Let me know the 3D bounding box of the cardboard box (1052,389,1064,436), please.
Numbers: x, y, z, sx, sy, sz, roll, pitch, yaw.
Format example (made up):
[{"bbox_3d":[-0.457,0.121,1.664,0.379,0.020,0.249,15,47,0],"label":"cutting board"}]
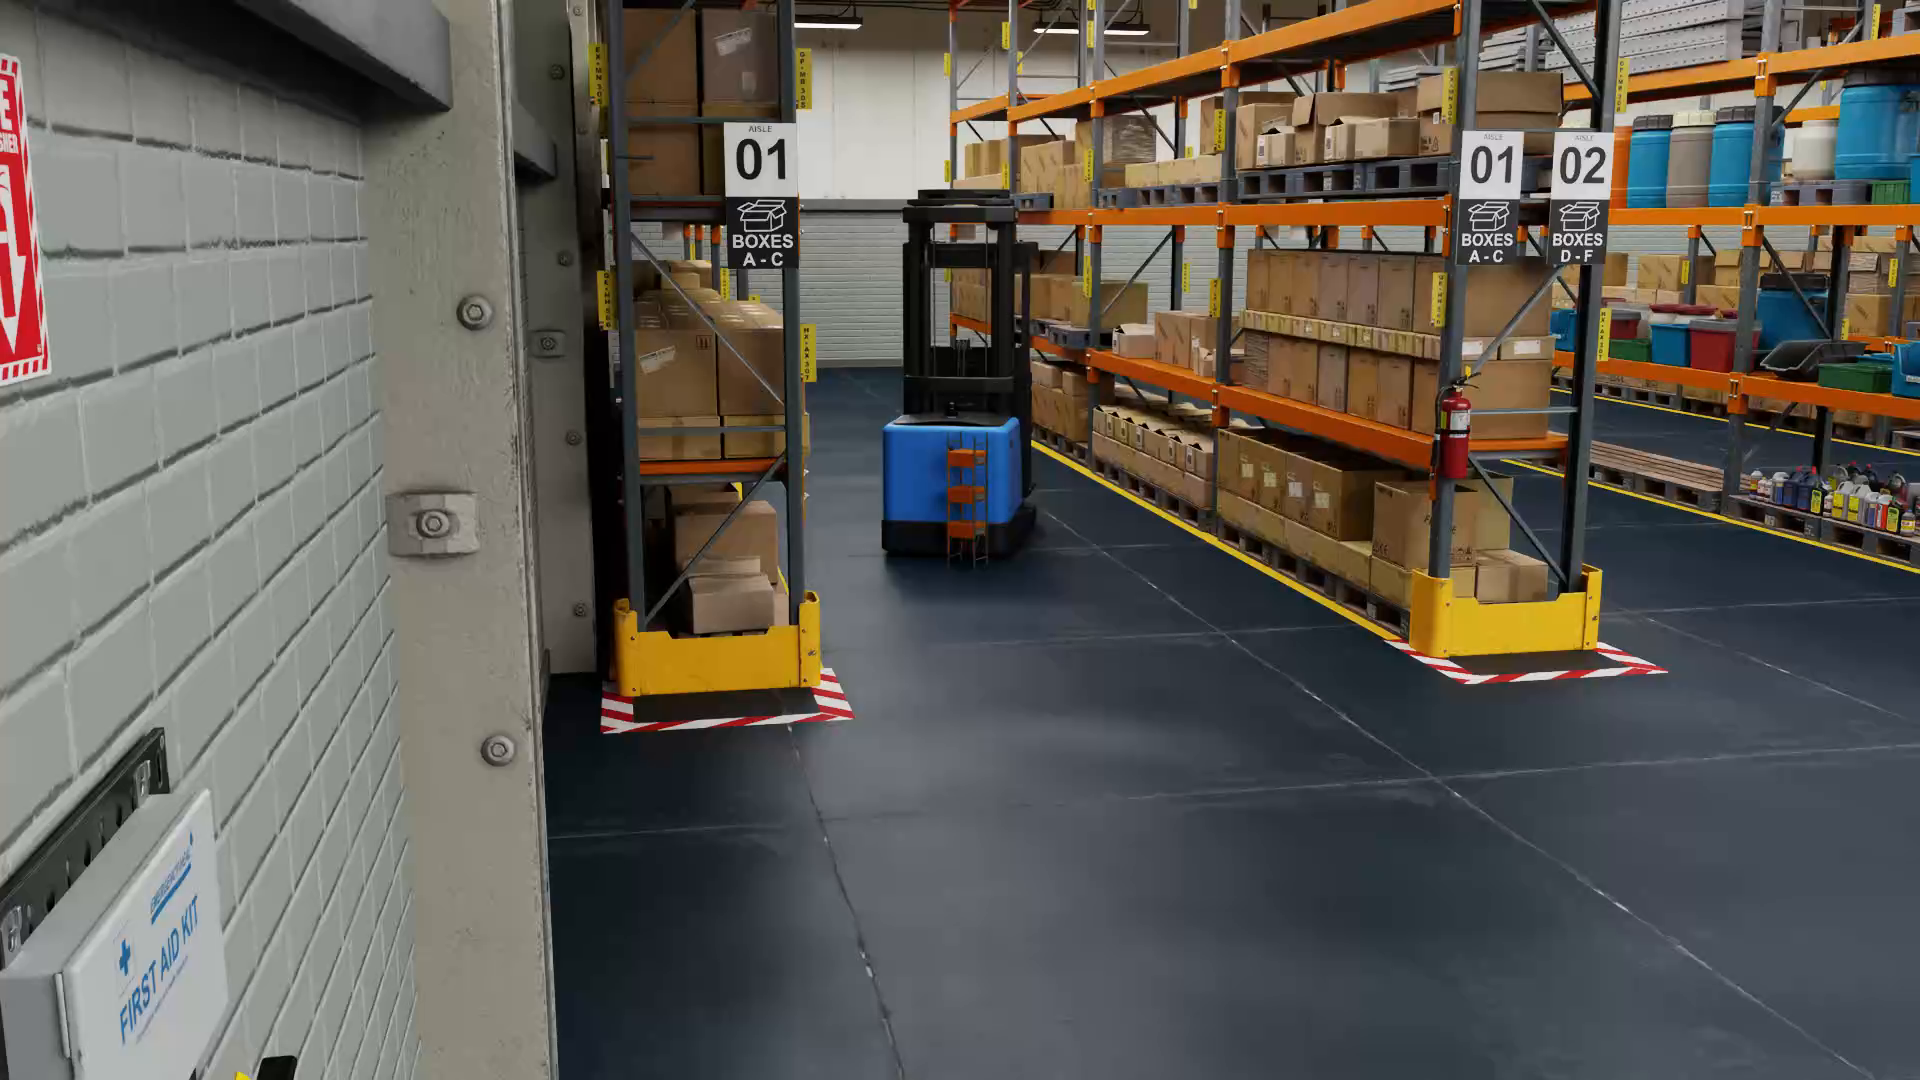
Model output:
[{"bbox_3d":[1.391,-1.510,19.616,0.500,0.500,0.500,-3,11,-13],"label":"cardboard box"}]

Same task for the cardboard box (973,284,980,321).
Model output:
[{"bbox_3d":[0.471,-3.411,23.827,0.500,0.500,0.500,-2,11,-10],"label":"cardboard box"}]

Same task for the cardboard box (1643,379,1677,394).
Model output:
[{"bbox_3d":[10.793,-2.644,24.622,0.875,0.875,0.875,-2,11,-11],"label":"cardboard box"}]

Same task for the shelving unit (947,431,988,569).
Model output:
[{"bbox_3d":[0.060,-0.313,13.035,0.252,1.050,0.215,7,13,32],"label":"shelving unit"}]

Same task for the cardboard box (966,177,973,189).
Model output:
[{"bbox_3d":[0.386,-5.089,23.955,0.500,0.250,0.500,-2,11,-11],"label":"cardboard box"}]

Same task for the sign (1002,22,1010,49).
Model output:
[{"bbox_3d":[0.590,-6.426,21.181,0.100,0.325,0.005,-2,11,-11],"label":"sign"}]

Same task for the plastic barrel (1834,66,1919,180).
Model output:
[{"bbox_3d":[7.629,-3.449,13.810,0.600,0.901,0.708,-2,11,-11],"label":"plastic barrel"}]

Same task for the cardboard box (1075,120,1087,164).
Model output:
[{"bbox_3d":[1.626,-4.545,19.089,0.500,0.500,0.500,-2,11,-11],"label":"cardboard box"}]

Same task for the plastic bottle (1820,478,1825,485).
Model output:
[{"bbox_3d":[7.437,-0.400,14.397,0.097,0.271,0.097,0,11,0],"label":"plastic bottle"}]

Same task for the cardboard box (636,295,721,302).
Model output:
[{"bbox_3d":[-2.503,-1.932,14.879,0.700,0.500,0.500,-1,11,-3],"label":"cardboard box"}]

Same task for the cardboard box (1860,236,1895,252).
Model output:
[{"bbox_3d":[14.961,-4.658,26.912,0.500,0.500,0.500,-2,11,-12],"label":"cardboard box"}]

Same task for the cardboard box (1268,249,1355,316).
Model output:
[{"bbox_3d":[2.873,-2.043,13.170,0.700,0.500,0.500,-2,11,-11],"label":"cardboard box"}]

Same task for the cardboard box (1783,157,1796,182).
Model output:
[{"bbox_3d":[11.203,-4.728,21.592,0.797,0.503,0.637,-2,11,-12],"label":"cardboard box"}]

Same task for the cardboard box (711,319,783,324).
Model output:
[{"bbox_3d":[-1.283,-1.110,10.347,0.500,0.500,0.500,-2,11,-11],"label":"cardboard box"}]

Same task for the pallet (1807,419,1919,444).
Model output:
[{"bbox_3d":[11.542,-1.401,20.992,1.003,0.211,1.213,-2,11,-11],"label":"pallet"}]

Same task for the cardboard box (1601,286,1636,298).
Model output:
[{"bbox_3d":[10.202,-3.782,25.652,0.500,0.250,0.500,-2,11,-12],"label":"cardboard box"}]

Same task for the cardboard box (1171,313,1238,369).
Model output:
[{"bbox_3d":[2.348,-1.909,15.938,0.500,0.500,0.500,-2,11,-11],"label":"cardboard box"}]

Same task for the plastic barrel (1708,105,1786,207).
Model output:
[{"bbox_3d":[7.229,-3.515,15.278,0.600,0.901,0.708,-2,11,-11],"label":"plastic barrel"}]

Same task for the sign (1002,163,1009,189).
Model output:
[{"bbox_3d":[0.595,-4.704,21.483,0.100,0.325,0.005,-2,11,-11],"label":"sign"}]

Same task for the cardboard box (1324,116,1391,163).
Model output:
[{"bbox_3d":[2.868,-2.805,11.630,0.500,0.311,0.500,-1,11,-4],"label":"cardboard box"}]

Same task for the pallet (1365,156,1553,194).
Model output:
[{"bbox_3d":[3.347,-2.357,10.773,1.003,0.211,1.213,-2,11,-11],"label":"pallet"}]

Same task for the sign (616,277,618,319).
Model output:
[{"bbox_3d":[-2.721,-1.897,13.046,0.100,0.325,0.005,-2,11,-11],"label":"sign"}]

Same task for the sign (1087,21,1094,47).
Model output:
[{"bbox_3d":[1.669,-6.502,21.371,0.100,0.325,0.005,-2,11,-11],"label":"sign"}]

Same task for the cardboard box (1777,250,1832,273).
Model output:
[{"bbox_3d":[11.234,-3.542,21.835,0.797,0.503,0.637,-2,11,-9],"label":"cardboard box"}]

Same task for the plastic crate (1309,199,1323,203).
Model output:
[{"bbox_3d":[5.335,-4.908,24.256,0.437,0.282,0.530,-2,11,-11],"label":"plastic crate"}]

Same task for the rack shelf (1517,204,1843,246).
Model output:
[{"bbox_3d":[7.152,-3.197,16.871,1.077,0.370,4.000,-2,11,-11],"label":"rack shelf"}]

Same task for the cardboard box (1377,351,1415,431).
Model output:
[{"bbox_3d":[3.274,-1.028,11.307,0.700,0.500,0.500,-2,11,-10],"label":"cardboard box"}]

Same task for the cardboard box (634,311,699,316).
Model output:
[{"bbox_3d":[-1.990,-1.279,11.234,0.500,0.500,0.500,-2,11,-10],"label":"cardboard box"}]

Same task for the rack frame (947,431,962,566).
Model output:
[{"bbox_3d":[-0.043,-0.326,13.101,0.008,1.050,0.200,7,13,32],"label":"rack frame"}]

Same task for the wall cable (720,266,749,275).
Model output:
[{"bbox_3d":[-5.260,-6.022,30.075,3.097,2.526,0.112,-2,11,-11],"label":"wall cable"}]

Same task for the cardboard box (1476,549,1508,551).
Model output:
[{"bbox_3d":[3.472,0.150,11.618,0.500,0.250,0.500,-2,11,-11],"label":"cardboard box"}]

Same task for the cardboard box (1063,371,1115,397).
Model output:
[{"bbox_3d":[1.476,-1.794,19.100,0.500,0.250,0.500,-2,11,-9],"label":"cardboard box"}]

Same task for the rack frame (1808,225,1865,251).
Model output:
[{"bbox_3d":[14.950,-4.252,28.516,1.000,3.000,0.127,-2,11,-11],"label":"rack frame"}]

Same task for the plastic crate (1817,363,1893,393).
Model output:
[{"bbox_3d":[7.528,-1.346,13.814,0.450,0.188,0.662,-2,11,-11],"label":"plastic crate"}]

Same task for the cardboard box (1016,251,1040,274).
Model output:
[{"bbox_3d":[0.773,-3.621,22.258,0.500,0.500,0.500,-2,11,-11],"label":"cardboard box"}]

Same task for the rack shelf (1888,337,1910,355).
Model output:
[{"bbox_3d":[12.010,-1.903,18.097,1.077,0.370,4.000,-2,11,-11],"label":"rack shelf"}]

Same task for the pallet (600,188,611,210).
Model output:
[{"bbox_3d":[-3.132,-3.580,17.466,1.213,0.211,1.003,-2,11,-8],"label":"pallet"}]

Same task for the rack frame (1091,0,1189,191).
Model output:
[{"bbox_3d":[1.903,-5.211,17.507,1.000,3.000,0.127,-2,11,-11],"label":"rack frame"}]

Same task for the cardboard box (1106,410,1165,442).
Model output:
[{"bbox_3d":[1.828,-1.192,17.168,0.500,0.311,0.500,-2,11,-12],"label":"cardboard box"}]

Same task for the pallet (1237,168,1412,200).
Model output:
[{"bbox_3d":[2.873,-2.805,13.125,1.003,0.211,1.213,-2,11,-11],"label":"pallet"}]

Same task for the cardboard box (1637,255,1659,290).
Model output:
[{"bbox_3d":[10.398,-3.964,24.603,0.500,0.500,0.500,-2,11,-10],"label":"cardboard box"}]

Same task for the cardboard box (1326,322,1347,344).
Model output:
[{"bbox_3d":[2.894,-1.512,12.115,0.380,0.149,0.250,-2,11,-12],"label":"cardboard box"}]

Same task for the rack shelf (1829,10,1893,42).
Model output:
[{"bbox_3d":[15.339,-8.112,25.785,1.077,0.370,4.000,-2,11,-11],"label":"rack shelf"}]

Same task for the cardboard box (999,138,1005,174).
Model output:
[{"bbox_3d":[0.932,-5.287,22.990,0.700,0.500,0.500,-2,11,-11],"label":"cardboard box"}]

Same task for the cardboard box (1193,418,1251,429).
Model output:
[{"bbox_3d":[2.545,-1.028,16.306,0.500,0.311,0.500,-2,11,-9],"label":"cardboard box"}]

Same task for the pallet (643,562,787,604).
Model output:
[{"bbox_3d":[-1.771,0.367,11.706,1.003,0.211,1.213,-2,11,-11],"label":"pallet"}]

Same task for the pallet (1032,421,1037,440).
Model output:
[{"bbox_3d":[1.321,-1.480,21.407,1.003,0.211,1.213,-2,11,-11],"label":"pallet"}]

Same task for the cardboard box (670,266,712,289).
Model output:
[{"bbox_3d":[-2.796,-2.754,17.523,0.500,0.250,0.500,-2,11,-10],"label":"cardboard box"}]

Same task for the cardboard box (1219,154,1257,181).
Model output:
[{"bbox_3d":[2.571,-3.250,14.504,0.500,0.250,0.500,-1,11,-5],"label":"cardboard box"}]

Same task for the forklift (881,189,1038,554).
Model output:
[{"bbox_3d":[0.092,-1.556,14.532,1.130,2.935,3.031,2,11,8],"label":"forklift"}]

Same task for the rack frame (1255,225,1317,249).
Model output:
[{"bbox_3d":[5.207,-3.911,26.720,1.000,3.000,0.127,-2,11,-11],"label":"rack frame"}]

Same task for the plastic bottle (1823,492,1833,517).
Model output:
[{"bbox_3d":[7.360,-0.301,14.061,0.097,0.201,0.097,0,11,0],"label":"plastic bottle"}]

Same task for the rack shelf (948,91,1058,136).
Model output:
[{"bbox_3d":[0.736,-5.956,23.356,1.077,0.370,4.000,-2,11,-11],"label":"rack shelf"}]

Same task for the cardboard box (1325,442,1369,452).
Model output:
[{"bbox_3d":[3.173,-0.493,12.991,0.500,0.500,0.500,-2,11,-11],"label":"cardboard box"}]

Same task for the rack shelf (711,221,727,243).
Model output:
[{"bbox_3d":[-2.566,-2.836,14.978,1.077,0.370,4.000,-2,11,-11],"label":"rack shelf"}]

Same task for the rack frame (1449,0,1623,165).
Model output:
[{"bbox_3d":[3.459,-3.744,9.798,1.000,3.000,0.127,-2,11,-11],"label":"rack frame"}]
